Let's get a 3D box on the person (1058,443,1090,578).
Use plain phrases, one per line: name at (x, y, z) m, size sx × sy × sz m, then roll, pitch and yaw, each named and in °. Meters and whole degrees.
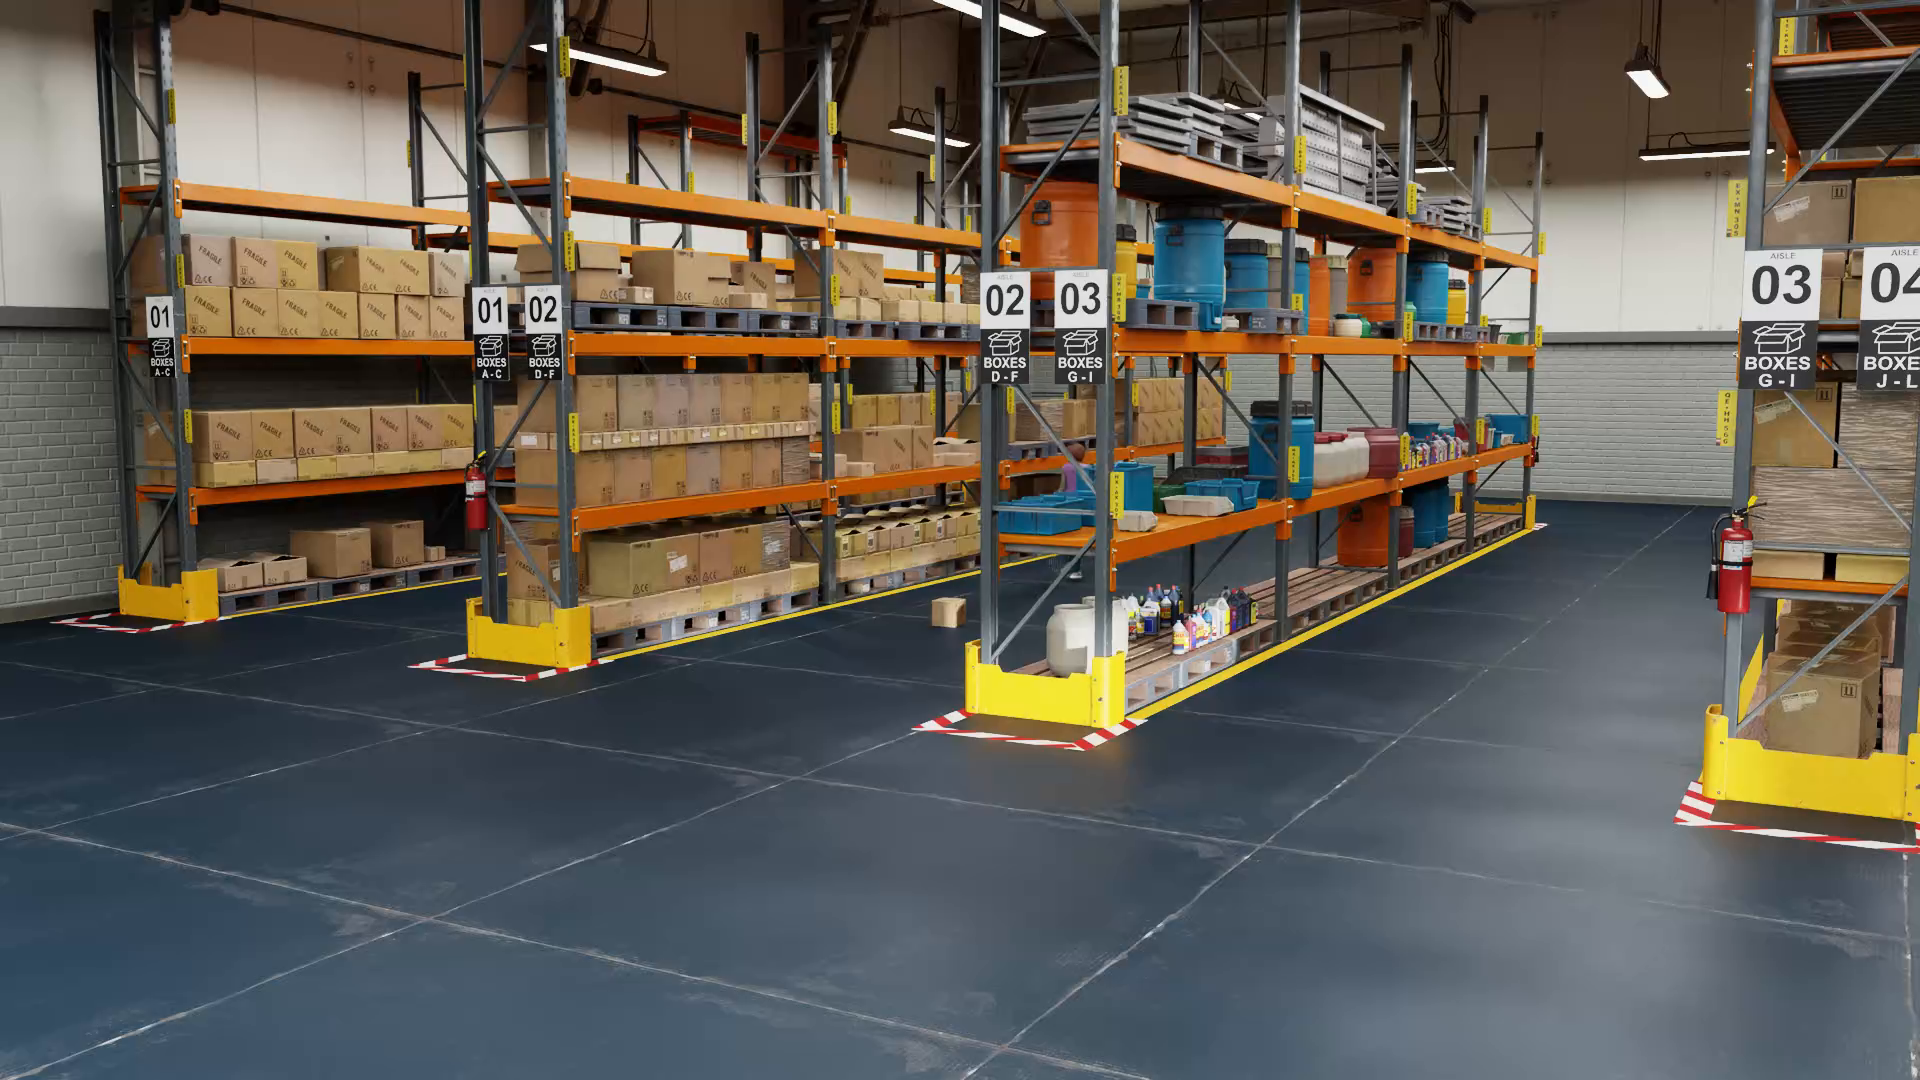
person at (1.377, -0.317, 19.541) m, size 0.462 × 1.644 × 0.531 m, roll 3°, pitch 7°, yaw 24°
